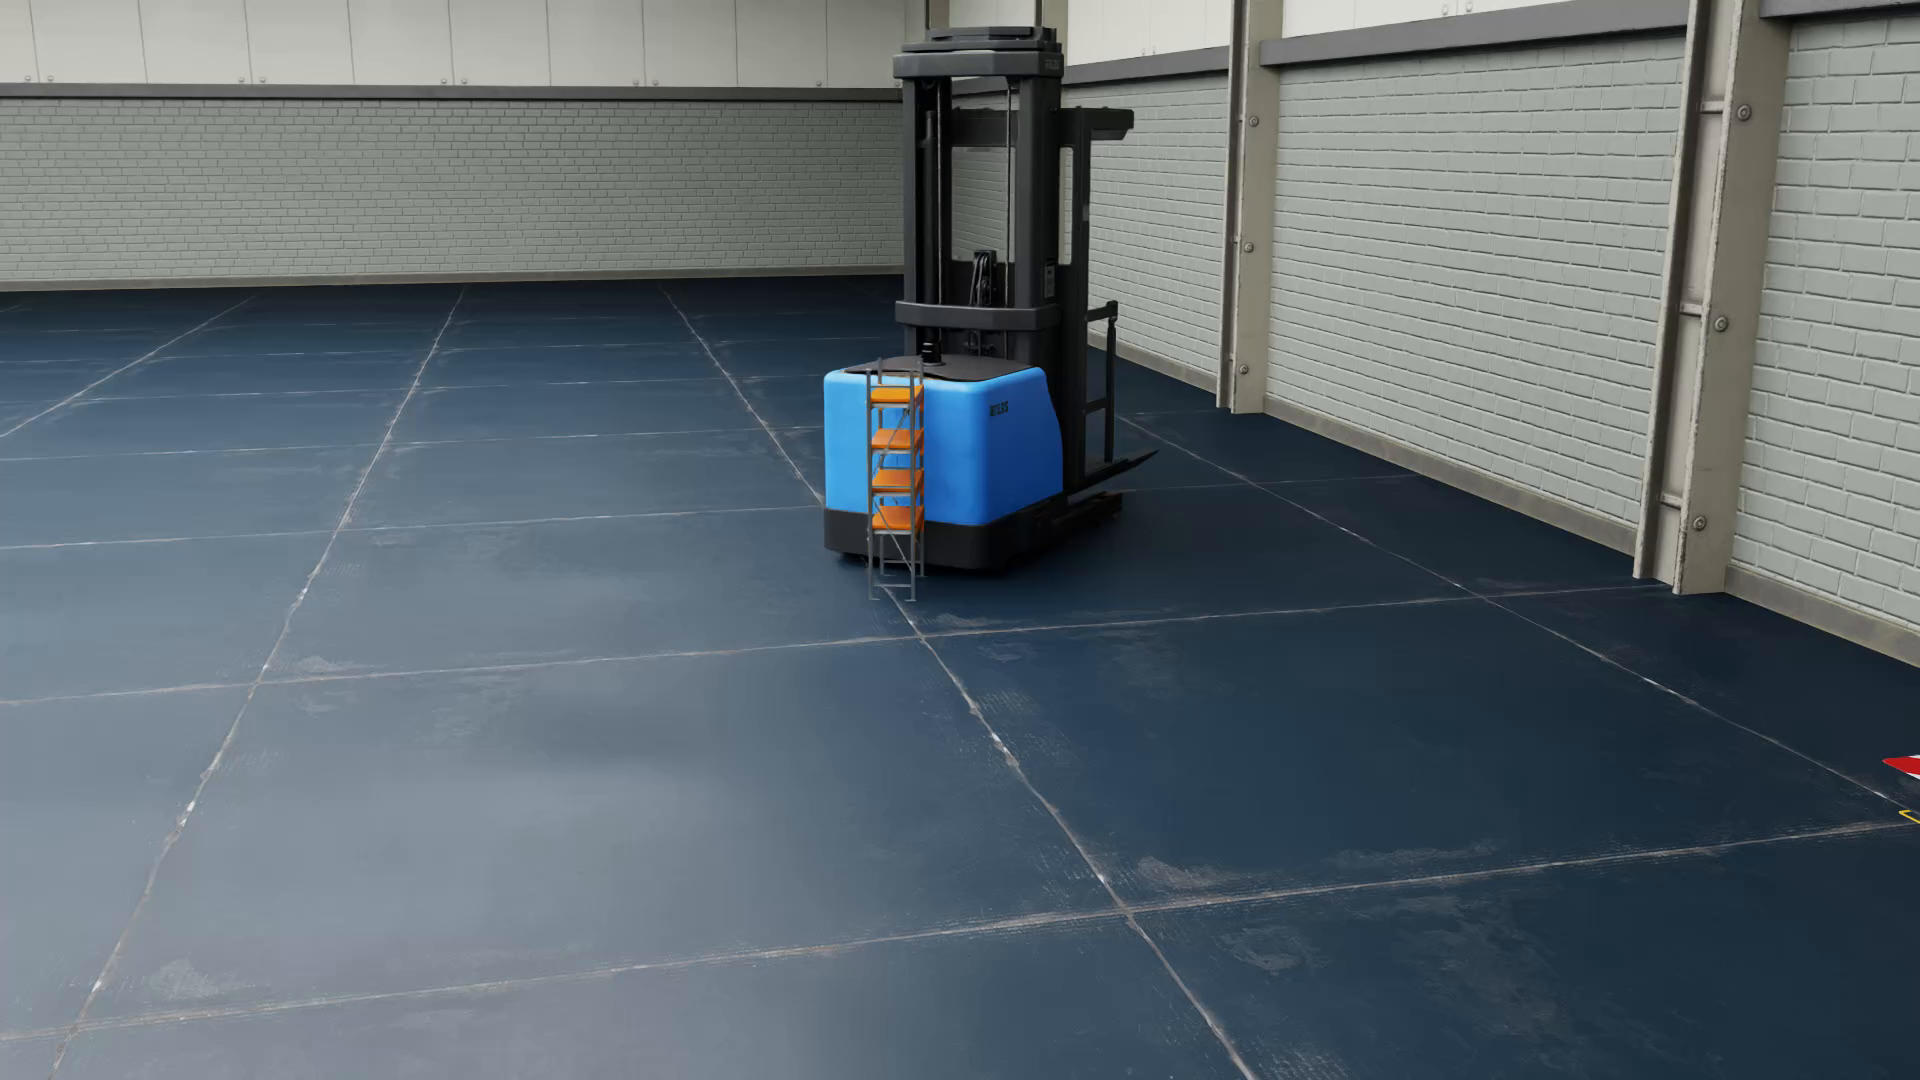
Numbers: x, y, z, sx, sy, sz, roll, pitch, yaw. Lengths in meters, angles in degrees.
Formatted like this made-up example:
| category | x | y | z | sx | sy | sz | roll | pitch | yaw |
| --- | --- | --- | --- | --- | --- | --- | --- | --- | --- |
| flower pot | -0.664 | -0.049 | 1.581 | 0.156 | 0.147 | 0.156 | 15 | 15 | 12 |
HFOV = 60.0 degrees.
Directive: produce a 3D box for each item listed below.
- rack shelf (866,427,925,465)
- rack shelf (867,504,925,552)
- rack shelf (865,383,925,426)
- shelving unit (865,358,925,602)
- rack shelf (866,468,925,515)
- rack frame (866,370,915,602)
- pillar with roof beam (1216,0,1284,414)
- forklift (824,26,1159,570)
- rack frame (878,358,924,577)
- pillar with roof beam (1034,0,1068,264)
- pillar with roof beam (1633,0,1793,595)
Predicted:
| category | x | y | z | sx | sy | sz | roll | pitch | yaw |
| --- | --- | --- | --- | --- | --- | --- | --- | --- | --- |
| rack shelf | -0.334 | -0.477 | 8.692 | 0.258 | 0.148 | 0.480 | 1 | 14 | 4 |
| rack shelf | -0.334 | -0.067 | 8.792 | 0.258 | 0.148 | 0.480 | 1 | 14 | 4 |
| rack shelf | -0.334 | -0.707 | 8.636 | 0.258 | 0.148 | 0.480 | 1 | 14 | 4 |
| shelving unit | -0.334 | -0.325 | 8.729 | 0.258 | 1.200 | 0.503 | 1 | 14 | 4 |
| rack shelf | -0.334 | -0.260 | 8.745 | 0.258 | 0.148 | 0.480 | 1 | 14 | 4 |
| rack frame | -0.351 | -0.267 | 8.492 | 0.240 | 1.200 | 0.015 | 1 | 14 | 4 |
| pillar with roof beam | -1.712 | -5.281 | 12.583 | 9.100 | 9.000 | 0.400 | -3 | 14 | -13 |
| forklift | 0.371 | -1.562 | 10.146 | 1.130 | 2.935 | 3.031 | 7 | 16 | 27 |
| rack frame | -0.317 | -0.383 | 8.965 | 0.240 | 1.200 | 0.015 | 1 | 14 | 4 |
| pillar with roof beam | -3.121 | -6.665 | 18.249 | 9.100 | 9.000 | 0.400 | -3 | 14 | -13 |
| pillar with roof beam | -0.303 | -3.897 | 6.918 | 9.100 | 9.000 | 0.400 | -3 | 14 | -13 |
